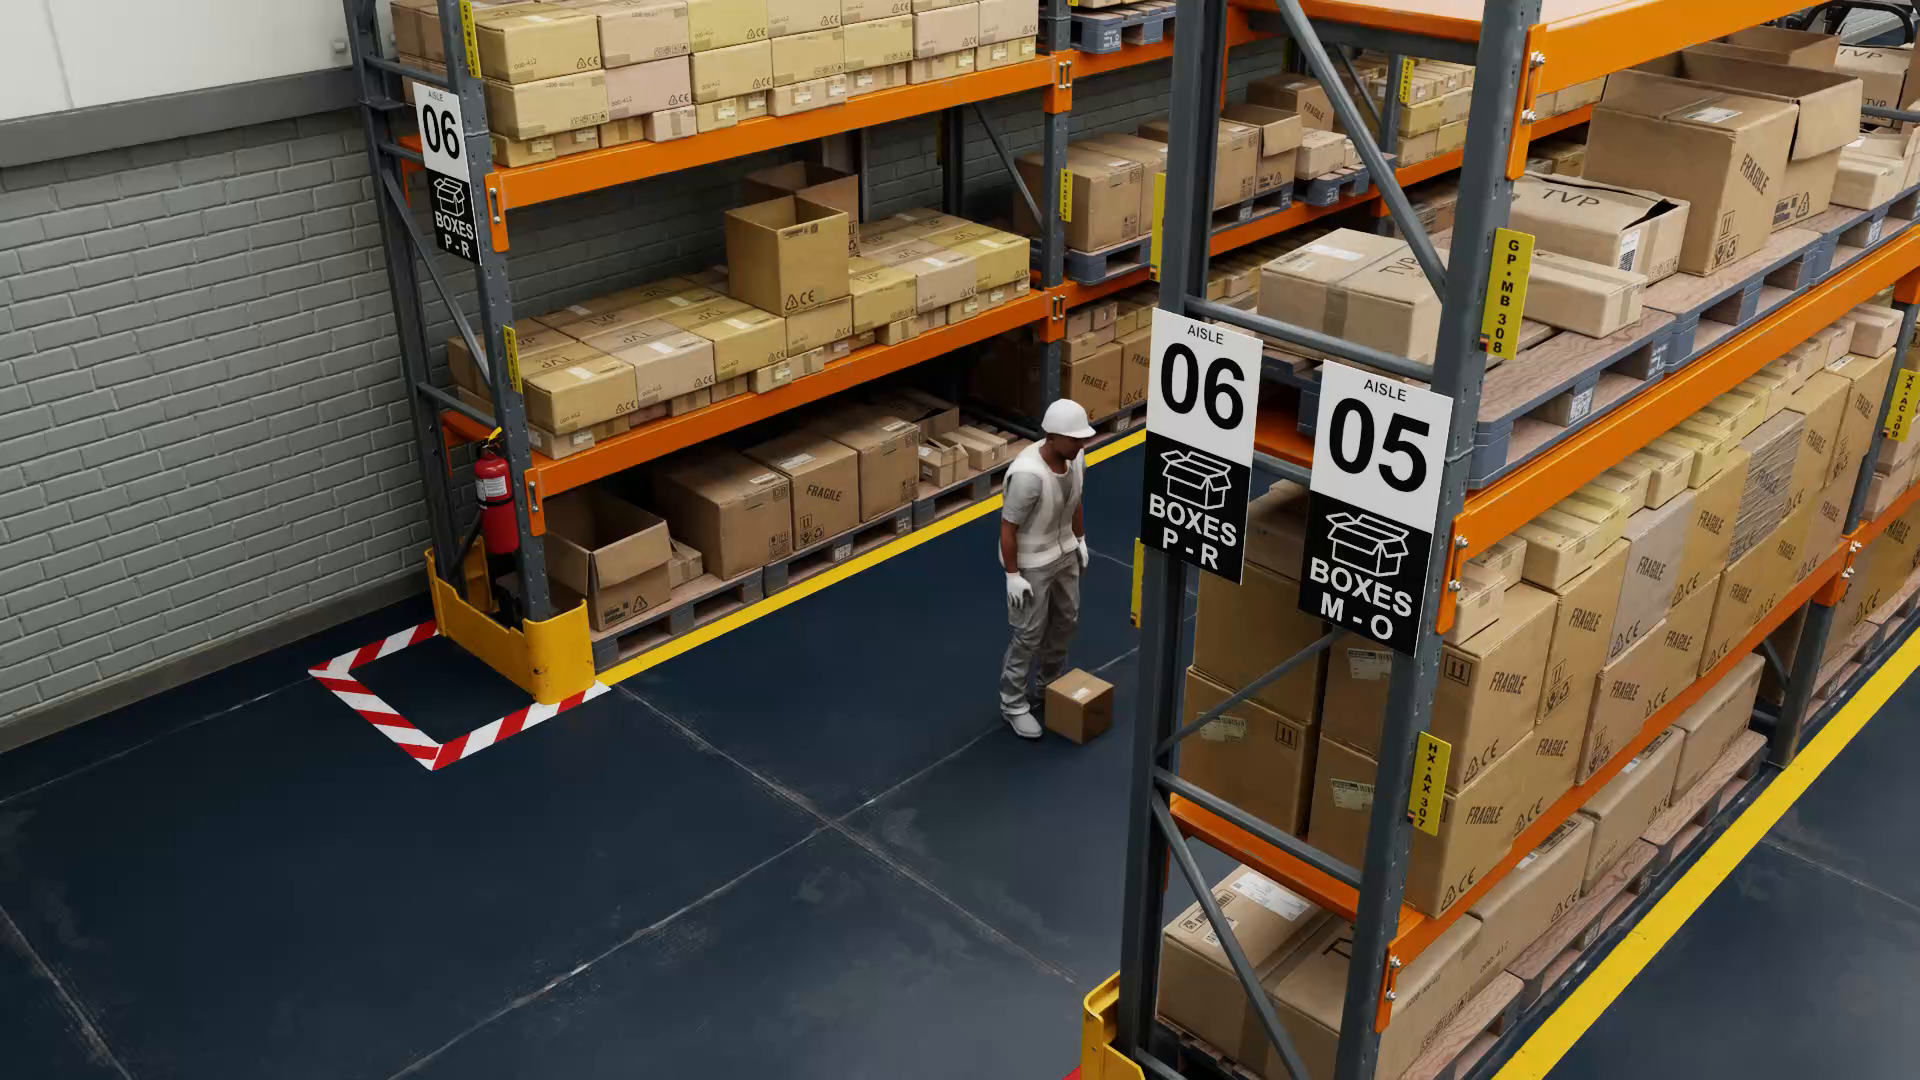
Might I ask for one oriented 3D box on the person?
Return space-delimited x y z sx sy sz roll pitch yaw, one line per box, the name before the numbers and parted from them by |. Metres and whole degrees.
person | 0.440 0.112 8.396 0.451 1.771 0.619 22 35 36
